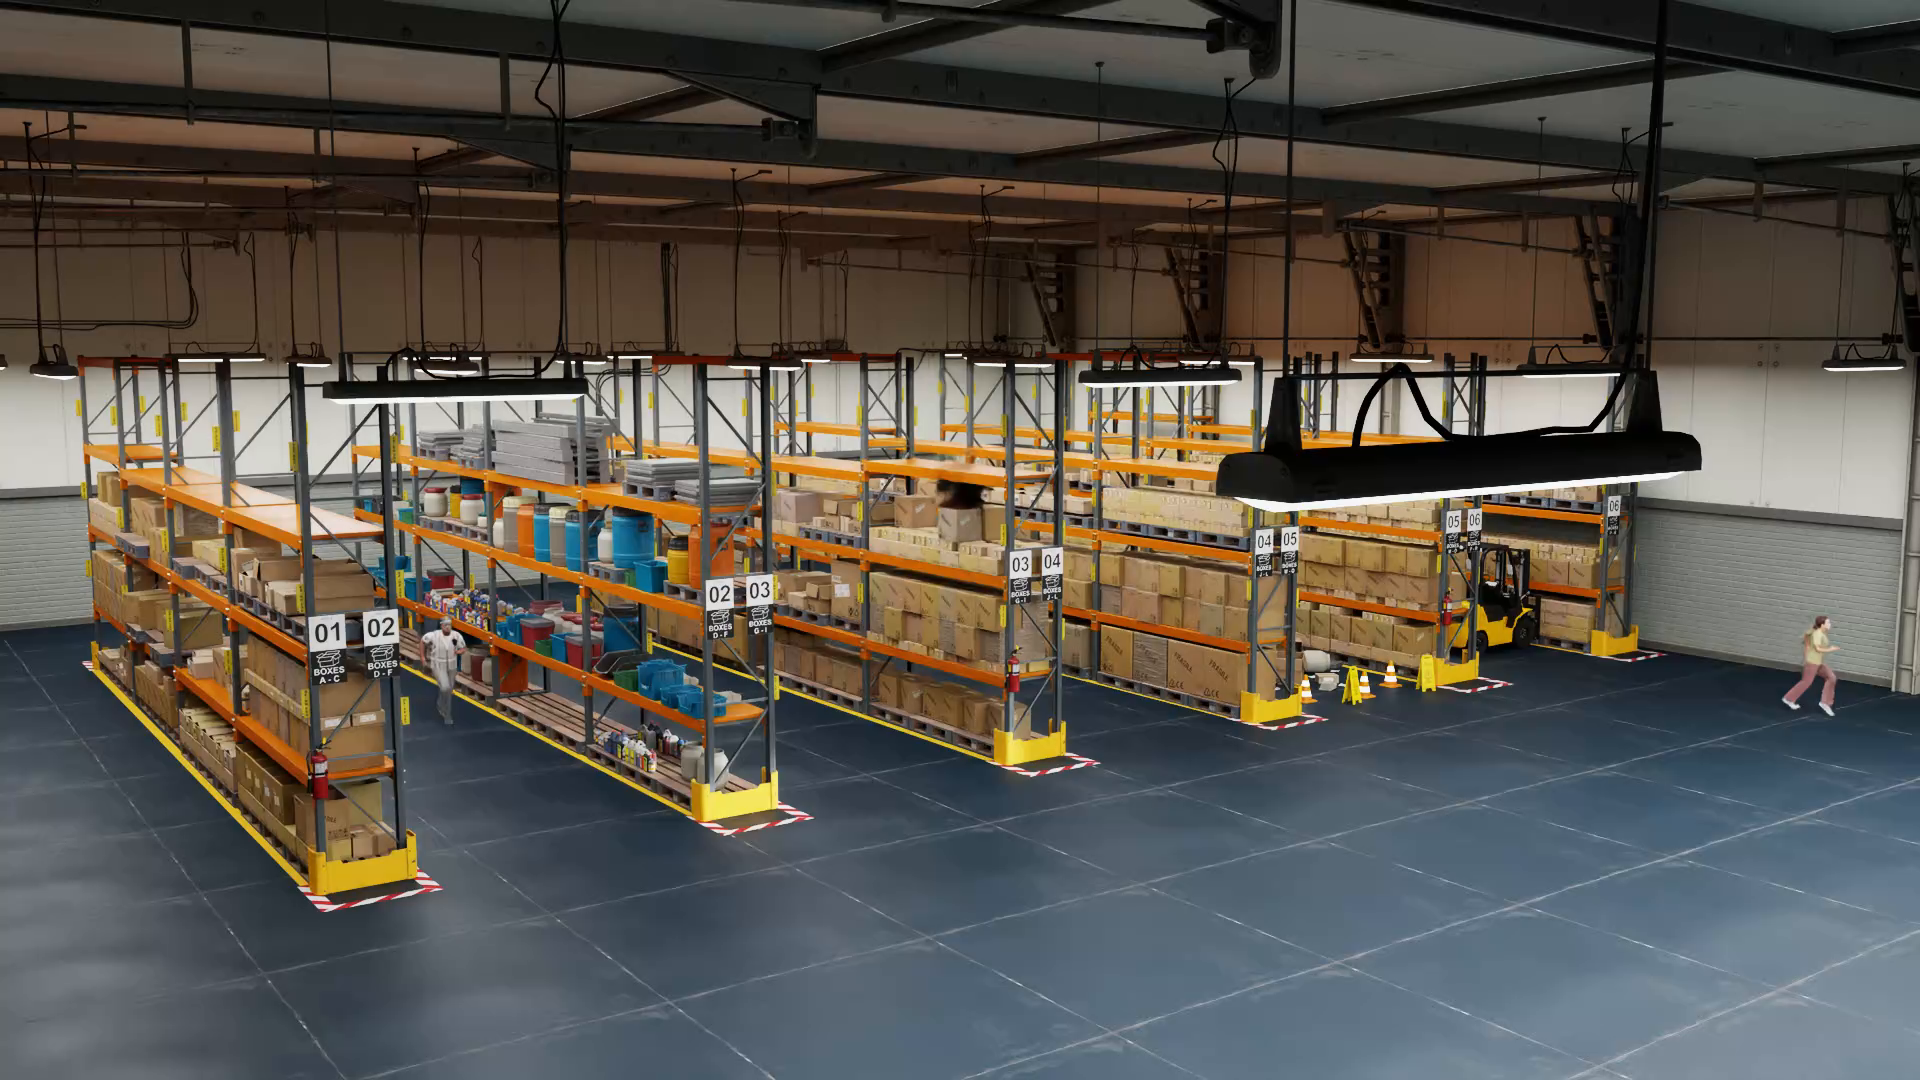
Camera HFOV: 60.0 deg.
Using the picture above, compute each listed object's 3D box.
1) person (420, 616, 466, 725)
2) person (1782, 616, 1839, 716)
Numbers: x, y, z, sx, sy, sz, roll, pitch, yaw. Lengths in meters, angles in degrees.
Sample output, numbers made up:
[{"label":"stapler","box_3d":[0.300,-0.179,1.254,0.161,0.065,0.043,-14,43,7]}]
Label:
[{"label":"person","box_3d":[-8.538,2.136,27.536,0.686,1.829,0.876,-5,8,-33]},{"label":"person","box_3d":[14.389,2.106,28.122,0.823,1.703,0.599,4,8,33]}]
